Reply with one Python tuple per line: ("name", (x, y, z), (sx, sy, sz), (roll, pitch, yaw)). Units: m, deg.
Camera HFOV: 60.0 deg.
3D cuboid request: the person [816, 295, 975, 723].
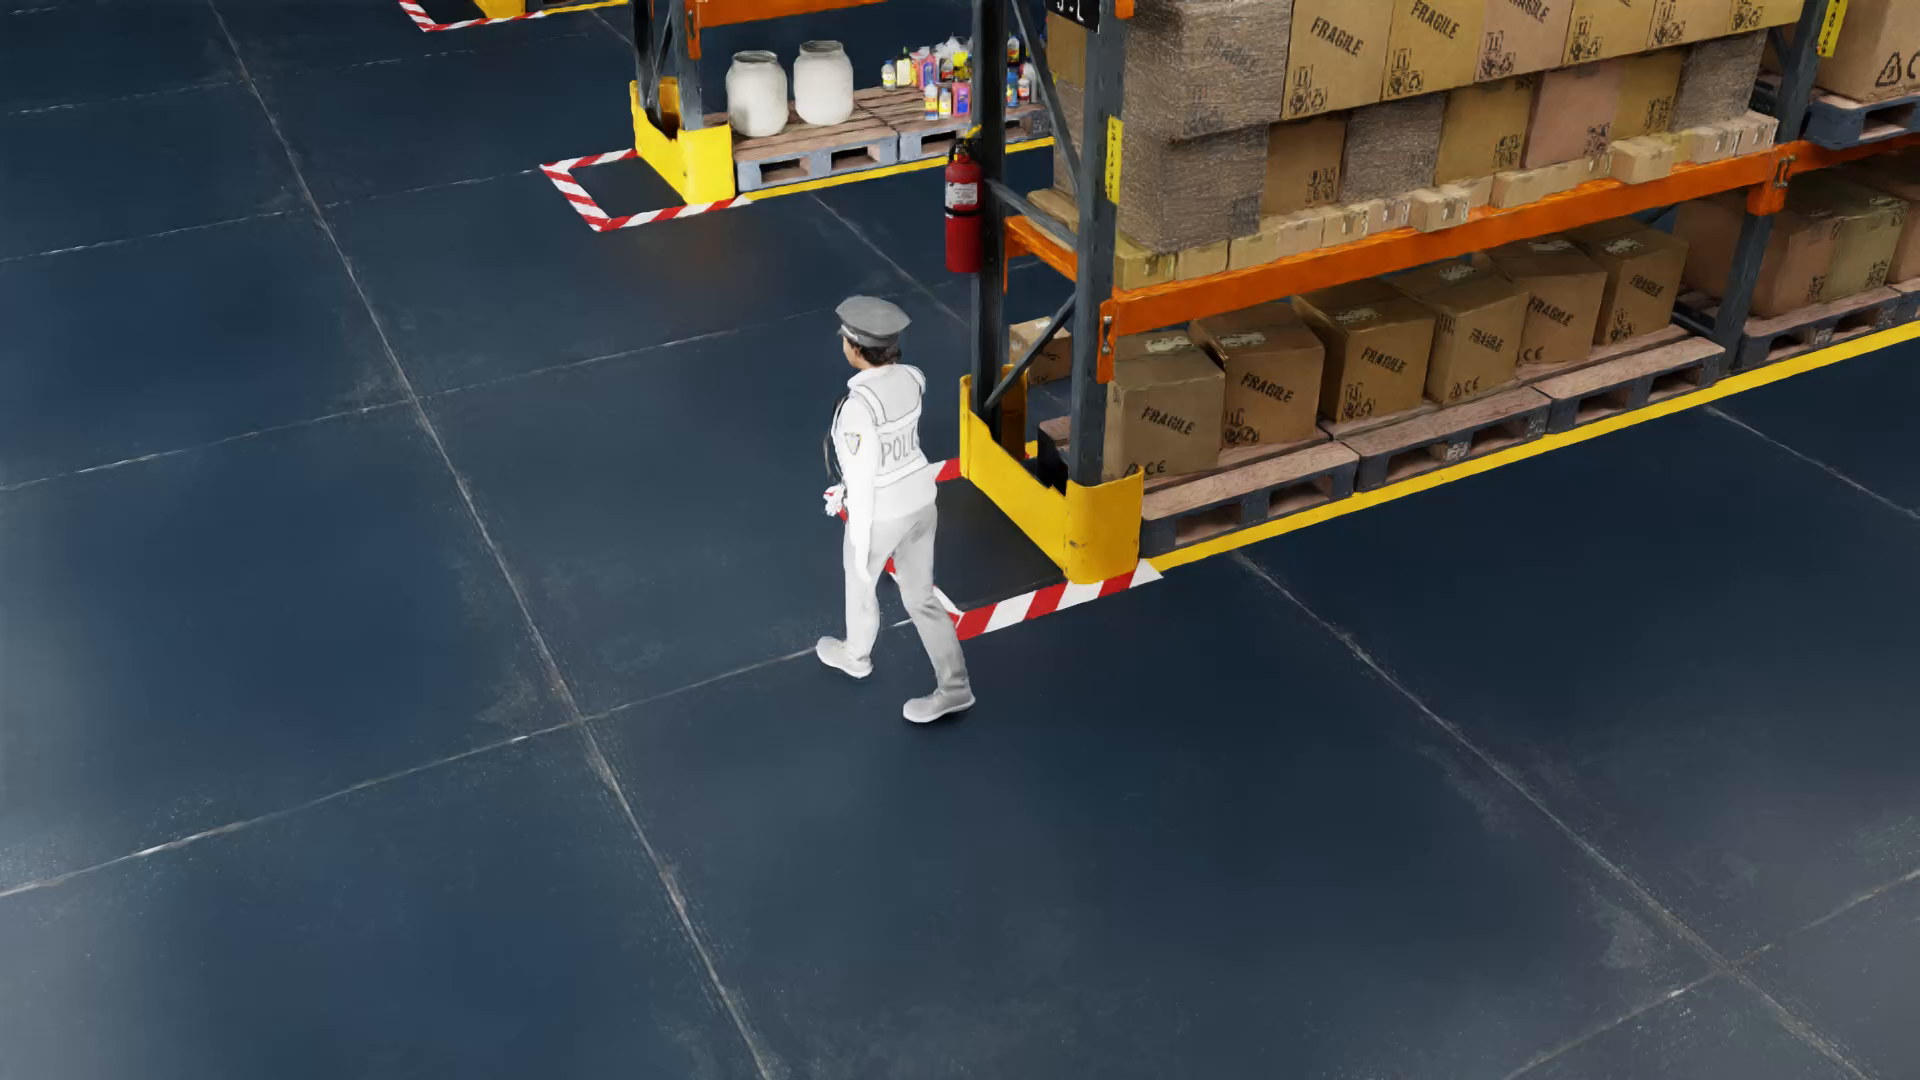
("person", (-0.290, -0.098, 6.270), (0.775, 1.639, 0.515), (25, 41, 33))
